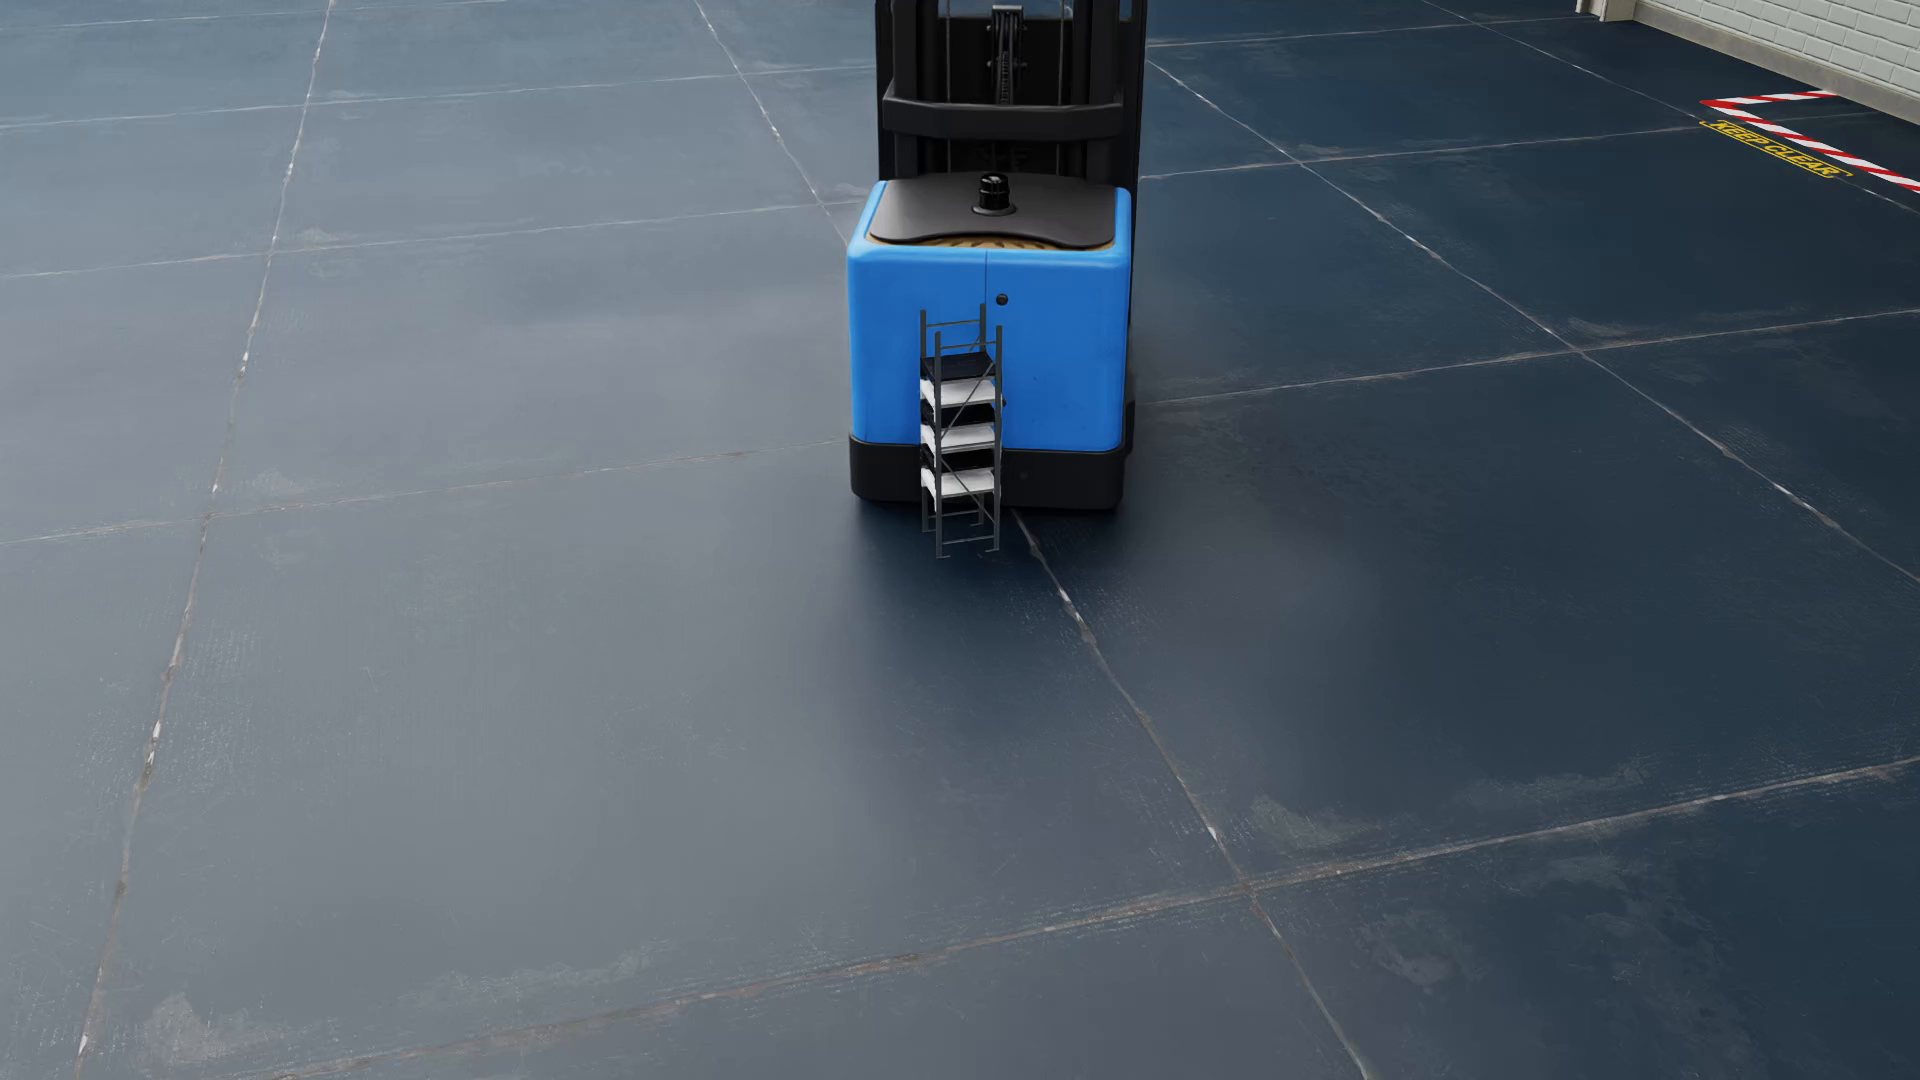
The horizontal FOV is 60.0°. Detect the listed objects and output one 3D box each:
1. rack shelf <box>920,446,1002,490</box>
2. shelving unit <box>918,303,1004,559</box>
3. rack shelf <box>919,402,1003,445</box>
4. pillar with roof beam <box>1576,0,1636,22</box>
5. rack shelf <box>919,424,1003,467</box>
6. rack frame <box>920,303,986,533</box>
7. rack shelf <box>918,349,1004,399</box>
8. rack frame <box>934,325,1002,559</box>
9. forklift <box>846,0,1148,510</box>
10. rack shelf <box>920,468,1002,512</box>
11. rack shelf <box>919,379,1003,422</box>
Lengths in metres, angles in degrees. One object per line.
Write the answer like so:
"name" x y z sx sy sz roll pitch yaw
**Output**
"rack shelf" 0.002 -0.279 6.080 0.258 0.077 0.200 -8 31 -13
"shelving unit" 0.002 -0.386 6.018 0.258 0.900 0.210 -8 31 -13
"rack shelf" 0.002 -0.435 5.989 0.258 0.077 0.200 -8 31 -13
"pillar with roof beam" 1.183 -7.660 10.501 9.100 9.000 0.400 -8 31 -13
"rack shelf" 0.002 -0.357 6.034 0.258 0.077 0.200 -8 31 -13
"rack frame" -0.025 -0.435 6.103 0.240 0.900 0.006 -8 31 -13
"rack shelf" 0.002 -0.590 5.899 0.258 0.077 0.200 -8 31 -13
"rack frame" 0.029 -0.336 5.933 0.240 0.900 0.006 -8 31 -13
"forklift" 0.225 -2.095 6.943 1.130 2.935 3.031 3 30 4
"rack shelf" 0.002 -0.201 6.125 0.258 0.077 0.200 -8 31 -13
"rack shelf" 0.002 -0.512 5.944 0.258 0.077 0.200 -8 31 -13
